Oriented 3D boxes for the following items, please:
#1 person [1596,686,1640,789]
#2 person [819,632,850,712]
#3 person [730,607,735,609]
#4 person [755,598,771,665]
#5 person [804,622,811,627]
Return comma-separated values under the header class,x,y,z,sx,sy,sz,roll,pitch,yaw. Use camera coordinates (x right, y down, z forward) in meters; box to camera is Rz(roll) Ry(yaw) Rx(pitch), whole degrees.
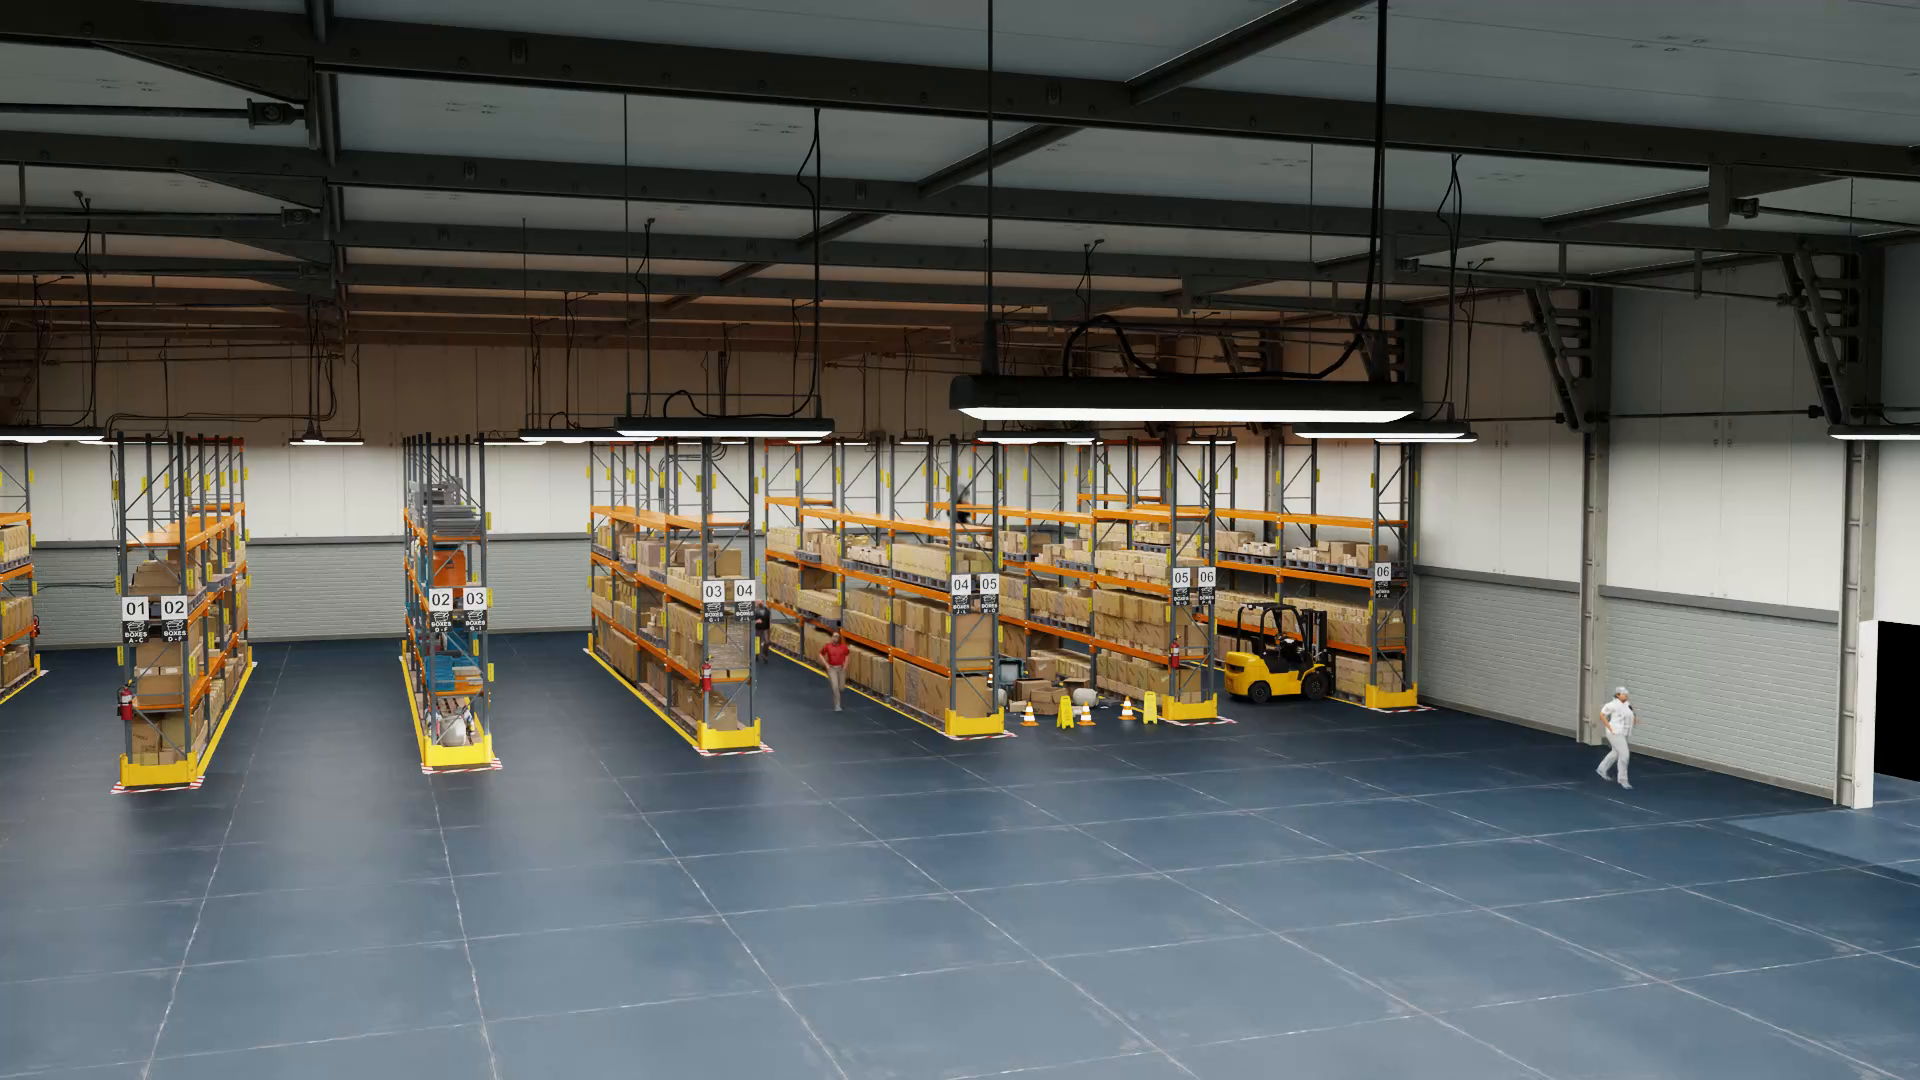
class,x,y,z,sx,sy,sz,roll,pitch,yaw
person,11.154,3.328,28.242,0.596,1.719,0.756,-3,4,-39
person,-2.716,2.856,36.351,0.679,1.702,0.810,-1,3,-20
person,-6.762,2.277,48.240,0.618,1.556,0.495,3,4,39
person,-5.284,2.422,44.132,0.663,1.771,0.849,-1,3,-19
person,-4.698,2.176,49.577,0.544,1.594,0.593,1,3,21
